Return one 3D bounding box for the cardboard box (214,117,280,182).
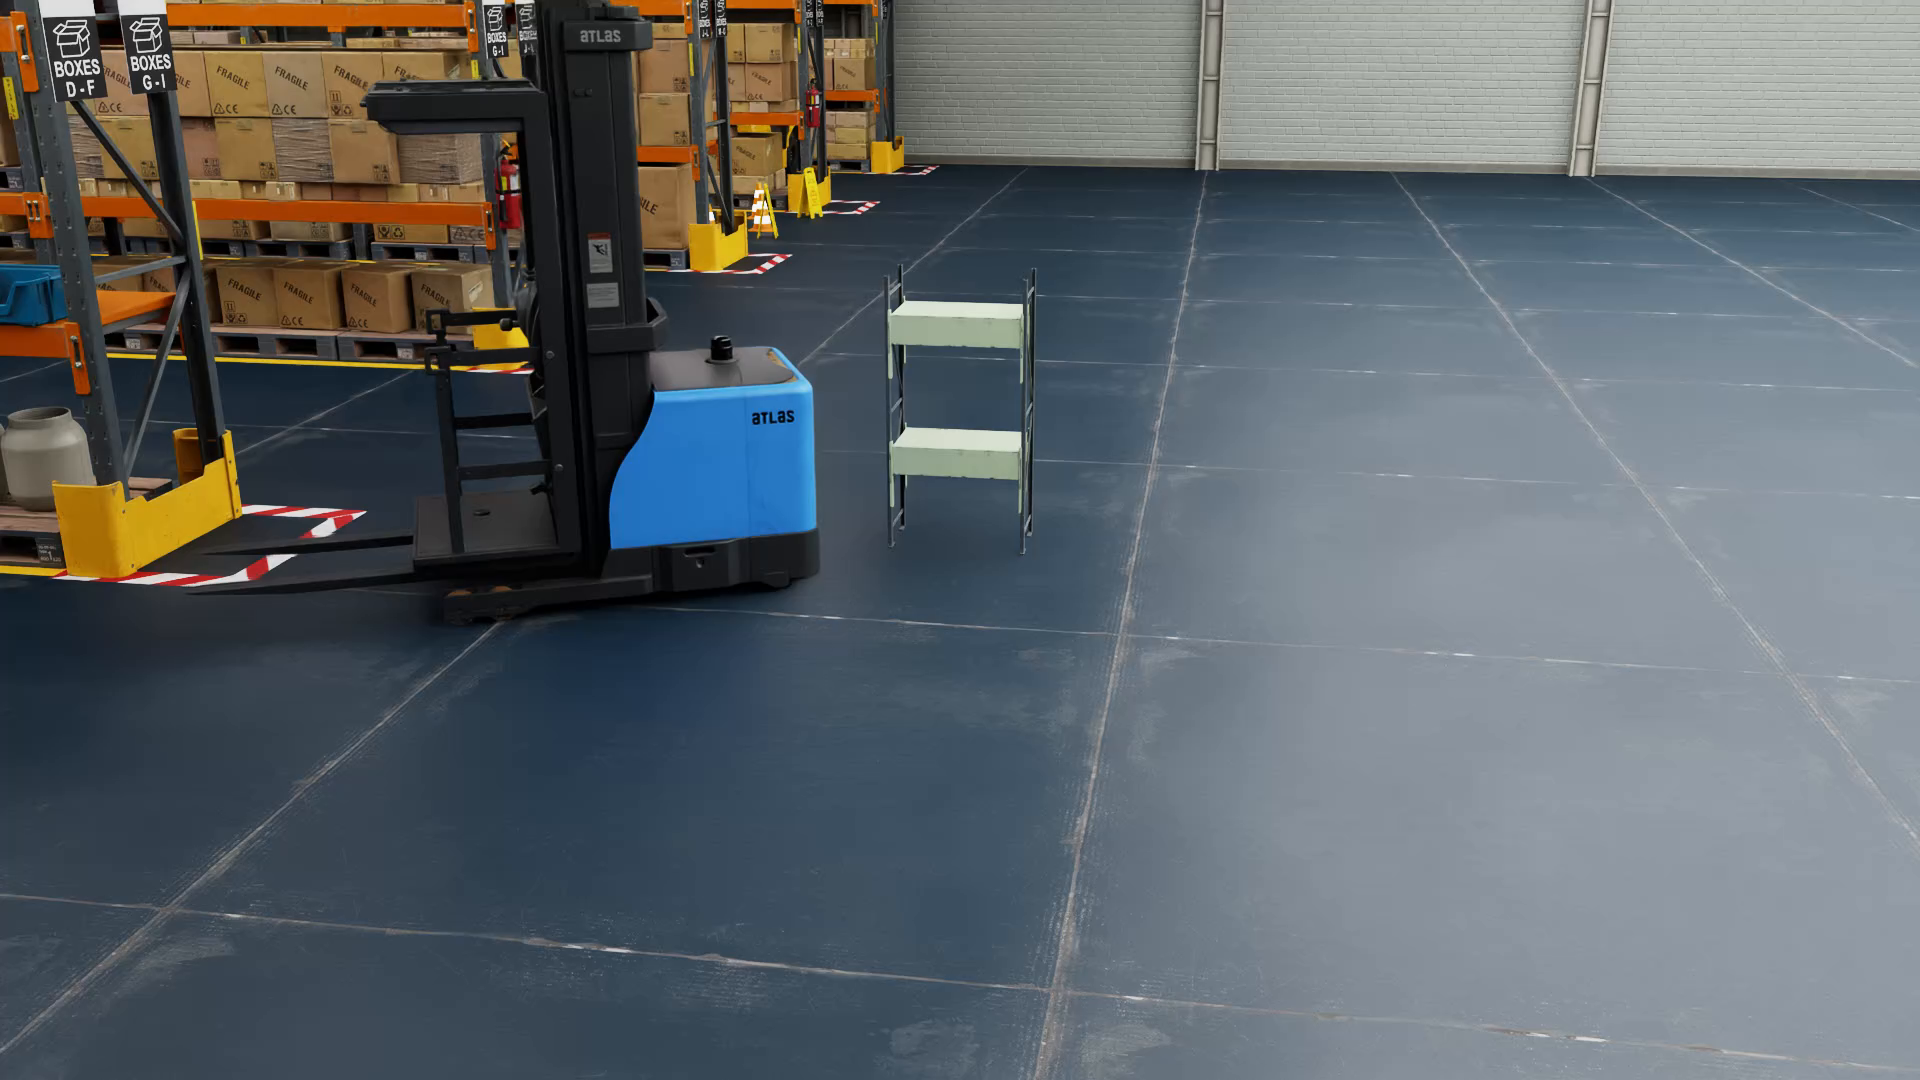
[{"bbox_3d":[-5.619,-3.252,13.668,0.500,0.500,0.875,3,19,9],"label":"cardboard box"}]

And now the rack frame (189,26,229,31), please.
[{"bbox_3d":[-13.082,-8.236,29.190,0.127,3.000,1.000,3,19,9],"label":"rack frame"}]

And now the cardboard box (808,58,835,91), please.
[{"bbox_3d":[-2.272,-7.651,27.284,0.500,0.500,0.500,4,19,10],"label":"cardboard box"}]

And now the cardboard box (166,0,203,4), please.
[{"bbox_3d":[-6.123,-4.368,13.140,0.500,0.250,0.500,2,19,6],"label":"cardboard box"}]

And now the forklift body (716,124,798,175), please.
[{"bbox_3d":[-3.396,-6.753,26.097,1.214,2.155,2.313,3,19,9],"label":"forklift body"}]

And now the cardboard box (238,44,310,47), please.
[{"bbox_3d":[-7.652,-5.292,18.659,0.500,0.500,0.700,3,19,8],"label":"cardboard box"}]

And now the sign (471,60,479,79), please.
[{"bbox_3d":[-3.697,-3.498,12.707,0.005,0.325,0.100,3,19,9],"label":"sign"}]

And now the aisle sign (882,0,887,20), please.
[{"bbox_3d":[-1.216,-8.769,26.687,0.004,0.787,0.394,3,19,9],"label":"aisle sign"}]

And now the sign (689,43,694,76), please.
[{"bbox_3d":[-2.803,-5.013,17.359,0.005,0.325,0.100,3,19,9],"label":"sign"}]

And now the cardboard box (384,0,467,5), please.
[{"bbox_3d":[-4.106,-4.268,12.840,0.500,0.250,0.500,3,19,10],"label":"cardboard box"}]

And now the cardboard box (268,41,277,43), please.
[{"bbox_3d":[-12.129,-8.362,28.747,0.500,0.500,0.700,3,19,9],"label":"cardboard box"}]

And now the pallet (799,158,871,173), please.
[{"bbox_3d":[-1.996,-6.335,27.903,1.213,0.211,1.003,3,19,9],"label":"pallet"}]

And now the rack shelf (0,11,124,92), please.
[{"bbox_3d":[-6.350,-2.602,8.759,4.000,0.370,1.077,3,19,9],"label":"rack shelf"}]

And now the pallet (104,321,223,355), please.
[{"bbox_3d":[-6.870,-1.828,14.434,1.213,0.211,1.003,3,19,9],"label":"pallet"}]

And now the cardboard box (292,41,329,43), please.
[{"bbox_3d":[-9.423,-6.931,24.002,0.500,0.500,0.500,2,19,7],"label":"cardboard box"}]

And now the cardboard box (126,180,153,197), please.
[{"bbox_3d":[-6.630,-2.919,13.695,0.250,0.149,0.380,3,19,9],"label":"cardboard box"}]

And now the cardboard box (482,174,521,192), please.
[{"bbox_3d":[-3.833,-2.942,13.764,0.250,0.149,0.380,3,19,9],"label":"cardboard box"}]

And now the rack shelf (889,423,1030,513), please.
[{"bbox_3d":[0.007,-0.402,9.168,0.720,0.370,0.431,3,19,9],"label":"rack shelf"}]

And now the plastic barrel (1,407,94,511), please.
[{"bbox_3d":[-5.037,-0.449,9.176,0.421,0.512,0.421,0,18,0],"label":"plastic barrel"}]

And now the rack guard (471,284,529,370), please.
[{"bbox_3d":[-3.664,-1.790,13.866,0.348,0.500,1.175,3,19,9],"label":"rack guard"}]

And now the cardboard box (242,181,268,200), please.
[{"bbox_3d":[-5.637,-2.879,13.577,0.250,0.149,0.380,3,19,9],"label":"cardboard box"}]

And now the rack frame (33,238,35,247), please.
[{"bbox_3d":[-10.602,-4.923,19.290,0.127,3.000,1.000,3,19,9],"label":"rack frame"}]

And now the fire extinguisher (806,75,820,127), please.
[{"bbox_3d":[-1.978,-5.890,22.300,0.183,0.674,0.296,3,19,9],"label":"fire extinguisher"}]

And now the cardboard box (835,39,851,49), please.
[{"bbox_3d":[-1.869,-8.083,27.083,0.250,0.149,0.380,3,19,9],"label":"cardboard box"}]

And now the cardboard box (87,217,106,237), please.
[{"bbox_3d":[-10.015,-3.997,19.405,0.750,0.750,1.050,3,19,8],"label":"cardboard box"}]

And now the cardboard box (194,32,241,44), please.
[{"bbox_3d":[-10.468,-6.945,23.598,0.500,0.500,0.500,2,19,7],"label":"cardboard box"}]

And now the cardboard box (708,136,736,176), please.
[{"bbox_3d":[-3.366,-5.311,22.939,0.500,0.500,0.500,4,19,11],"label":"cardboard box"}]

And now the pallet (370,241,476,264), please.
[{"bbox_3d":[-5.914,-3.337,18.943,1.213,0.211,1.003,3,19,9],"label":"pallet"}]

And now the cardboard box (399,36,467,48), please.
[{"bbox_3d":[-5.732,-5.285,18.432,0.550,0.550,0.875,3,19,9],"label":"cardboard box"}]

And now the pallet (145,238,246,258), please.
[{"bbox_3d":[-8.634,-3.476,19.358,1.213,0.211,1.003,3,19,9],"label":"pallet"}]

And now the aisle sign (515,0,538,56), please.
[{"bbox_3d":[-3.481,-4.296,13.317,0.004,0.787,0.394,3,19,9],"label":"aisle sign"}]

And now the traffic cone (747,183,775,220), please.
[{"bbox_3d":[-2.647,-4.491,21.996,0.334,0.463,0.336,3,19,9],"label":"traffic cone"}]

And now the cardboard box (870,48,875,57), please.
[{"bbox_3d":[-1.528,-8.085,27.560,0.250,0.149,0.380,2,19,7],"label":"cardboard box"}]

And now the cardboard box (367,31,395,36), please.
[{"bbox_3d":[-8.256,-7.180,23.725,0.250,0.149,0.380,2,19,6],"label":"cardboard box"}]

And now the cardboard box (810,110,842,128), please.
[{"bbox_3d":[-2.243,-6.950,27.444,0.500,0.250,0.500,3,19,10],"label":"cardboard box"}]

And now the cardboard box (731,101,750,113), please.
[{"bbox_3d":[-2.938,-5.907,22.625,0.250,0.149,0.380,3,19,8],"label":"cardboard box"}]

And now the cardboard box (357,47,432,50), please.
[{"bbox_3d":[-4.582,-3.775,13.656,0.500,0.500,0.500,3,19,9],"label":"cardboard box"}]

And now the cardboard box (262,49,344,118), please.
[{"bbox_3d":[-5.159,-3.634,13.235,0.500,0.500,0.500,3,19,9],"label":"cardboard box"}]

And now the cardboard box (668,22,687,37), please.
[{"bbox_3d":[-3.575,-6.718,22.451,0.500,0.500,0.700,3,19,8],"label":"cardboard box"}]

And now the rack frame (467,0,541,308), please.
[{"bbox_3d":[-3.589,-2.972,13.458,0.127,3.000,1.000,3,19,9],"label":"rack frame"}]

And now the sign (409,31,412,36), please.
[{"bbox_3d":[-9.209,-8.375,27.908,0.005,0.325,0.100,3,19,9],"label":"sign"}]

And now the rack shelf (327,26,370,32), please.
[{"bbox_3d":[-8.627,-5.904,18.627,4.000,0.370,1.077,3,19,9],"label":"rack shelf"}]

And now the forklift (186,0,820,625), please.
[{"bbox_3d":[-2.298,-1.165,8.165,3.031,2.935,1.130,-5,19,-16],"label":"forklift"}]

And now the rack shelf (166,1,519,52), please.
[{"bbox_3d":[-5.564,-4.154,13.397,4.000,0.370,1.077,3,19,9],"label":"rack shelf"}]

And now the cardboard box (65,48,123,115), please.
[{"bbox_3d":[-7.135,-3.734,13.532,0.500,0.500,0.500,3,19,9],"label":"cardboard box"}]

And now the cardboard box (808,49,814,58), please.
[{"bbox_3d":[-2.367,-7.968,27.211,0.250,0.149,0.380,3,19,8],"label":"cardboard box"}]

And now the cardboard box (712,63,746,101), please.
[{"bbox_3d":[-3.091,-6.233,22.577,0.500,0.500,0.500,3,19,9],"label":"cardboard box"}]

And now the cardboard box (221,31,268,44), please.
[{"bbox_3d":[-10.364,-7.102,24.069,0.500,0.500,0.500,2,19,7],"label":"cardboard box"}]

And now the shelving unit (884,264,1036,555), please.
[{"bbox_3d":[0.007,-0.711,9.064,0.755,1.500,0.431,3,19,9],"label":"shelving unit"}]

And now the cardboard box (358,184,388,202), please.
[{"bbox_3d":[-4.650,-2.829,13.427,0.250,0.149,0.380,3,19,9],"label":"cardboard box"}]

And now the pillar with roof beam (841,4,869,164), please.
[{"bbox_3d":[-2.461,-9.445,23.351,0.400,9.000,9.100,3,19,9],"label":"pillar with roof beam"}]

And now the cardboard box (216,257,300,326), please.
[{"bbox_3d":[-5.958,-2.121,14.193,0.500,0.500,0.500,1,19,4],"label":"cardboard box"}]

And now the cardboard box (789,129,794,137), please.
[{"bbox_3d":[-2.771,-6.739,27.599,0.500,0.250,0.500,2,19,7],"label":"cardboard box"}]

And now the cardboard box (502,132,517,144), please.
[{"bbox_3d":[-4.686,-4.698,18.381,0.500,0.550,0.875,3,19,9],"label":"cardboard box"}]

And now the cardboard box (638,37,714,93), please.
[{"bbox_3d":[-3.063,-5.135,17.984,0.550,0.550,0.875,3,19,9],"label":"cardboard box"}]

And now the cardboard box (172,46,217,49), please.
[{"bbox_3d":[-6.557,-3.875,13.954,0.500,0.500,0.500,3,19,9],"label":"cardboard box"}]
